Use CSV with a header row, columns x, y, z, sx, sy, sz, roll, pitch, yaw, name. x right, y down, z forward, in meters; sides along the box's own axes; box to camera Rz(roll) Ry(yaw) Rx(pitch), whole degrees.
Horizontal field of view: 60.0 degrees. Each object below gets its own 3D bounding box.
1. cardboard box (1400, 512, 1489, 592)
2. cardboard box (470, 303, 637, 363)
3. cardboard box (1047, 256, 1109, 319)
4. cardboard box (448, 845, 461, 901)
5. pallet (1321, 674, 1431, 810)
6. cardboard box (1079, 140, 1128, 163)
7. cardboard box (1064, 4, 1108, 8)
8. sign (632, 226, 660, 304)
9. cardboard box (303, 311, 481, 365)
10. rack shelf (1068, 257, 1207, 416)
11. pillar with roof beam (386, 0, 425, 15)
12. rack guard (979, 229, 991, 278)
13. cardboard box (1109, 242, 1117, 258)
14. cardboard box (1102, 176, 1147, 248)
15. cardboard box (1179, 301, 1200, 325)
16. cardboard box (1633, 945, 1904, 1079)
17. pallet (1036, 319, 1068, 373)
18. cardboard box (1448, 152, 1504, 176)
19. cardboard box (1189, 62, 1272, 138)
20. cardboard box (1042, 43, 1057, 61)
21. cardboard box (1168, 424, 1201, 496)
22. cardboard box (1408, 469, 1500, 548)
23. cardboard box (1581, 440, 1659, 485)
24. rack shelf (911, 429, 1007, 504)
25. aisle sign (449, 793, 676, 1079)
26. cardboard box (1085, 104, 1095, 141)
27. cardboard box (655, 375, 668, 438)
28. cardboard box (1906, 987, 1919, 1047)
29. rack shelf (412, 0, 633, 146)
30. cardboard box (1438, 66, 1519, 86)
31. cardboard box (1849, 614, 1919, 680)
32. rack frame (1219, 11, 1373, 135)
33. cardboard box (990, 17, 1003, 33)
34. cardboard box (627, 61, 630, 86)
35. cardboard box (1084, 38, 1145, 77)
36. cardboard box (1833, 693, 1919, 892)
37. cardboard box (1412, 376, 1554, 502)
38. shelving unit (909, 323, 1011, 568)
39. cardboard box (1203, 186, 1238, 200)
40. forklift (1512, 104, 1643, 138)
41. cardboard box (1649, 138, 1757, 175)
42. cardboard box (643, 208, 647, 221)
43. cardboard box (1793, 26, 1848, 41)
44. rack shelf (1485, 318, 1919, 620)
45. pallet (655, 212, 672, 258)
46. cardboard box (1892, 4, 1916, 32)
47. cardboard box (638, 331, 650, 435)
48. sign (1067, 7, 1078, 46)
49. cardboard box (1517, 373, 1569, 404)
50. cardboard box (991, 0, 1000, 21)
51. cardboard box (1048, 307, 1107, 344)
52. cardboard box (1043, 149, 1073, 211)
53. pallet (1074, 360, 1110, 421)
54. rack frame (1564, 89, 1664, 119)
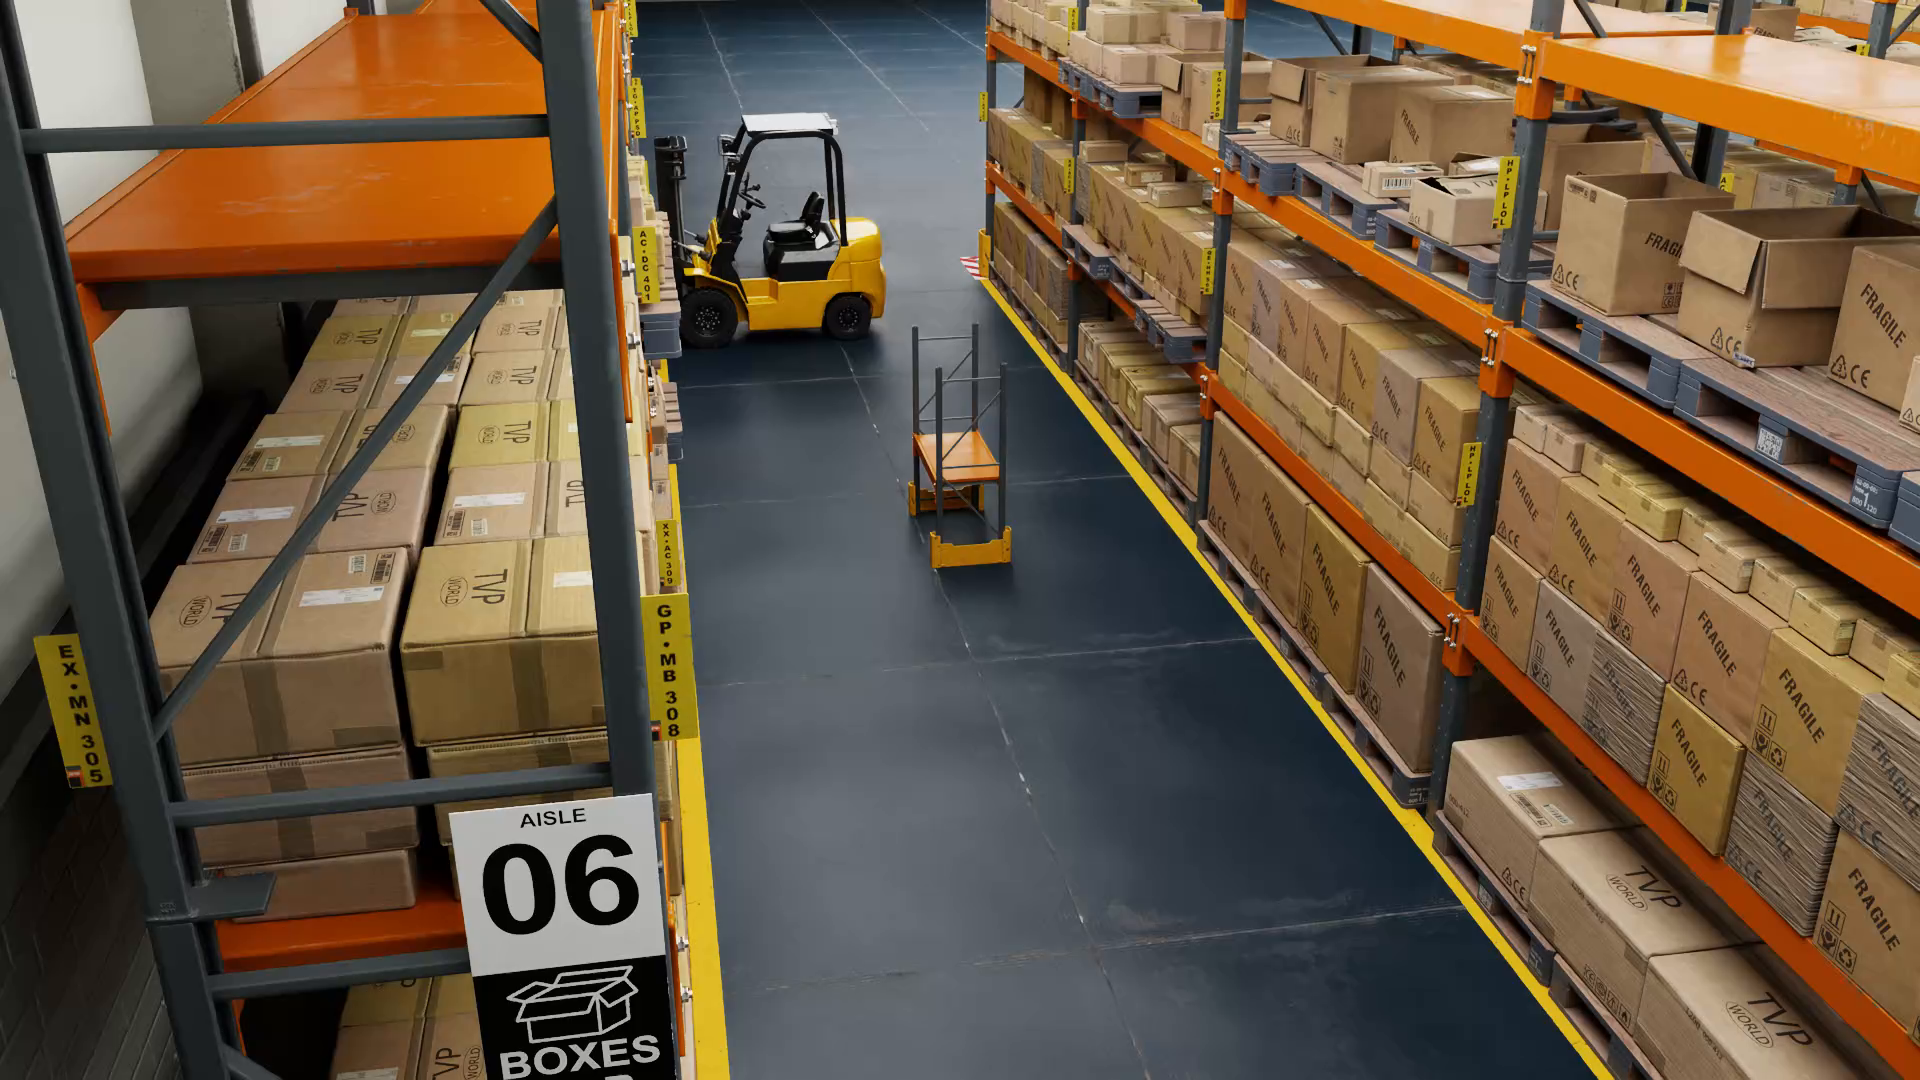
x,y,z,sx,sy,sz,roll,pitch,yaw,name
2.692,0.041,8.838,0.500,0.250,0.500,-5,24,-11,cardboard box
-1.337,-0.593,5.546,0.500,0.250,0.500,-4,24,-9,cardboard box
1.170,-2.506,16.456,0.500,0.500,0.500,-5,24,-10,cardboard box
-0.945,0.670,3.777,0.380,0.149,0.250,-4,24,-9,cardboard box
2.806,1.110,9.687,1.003,0.211,1.213,-4,24,-10,pallet
1.283,-3.477,14.875,0.380,0.149,0.250,-4,24,-10,cardboard box
1.187,-4.956,15.661,0.380,0.149,0.250,-4,24,-8,cardboard box
-1.323,-1.156,6.998,0.100,0.325,0.005,-4,24,-10,sign
-1.838,-0.554,5.457,0.500,0.250,0.500,-5,24,-10,cardboard box
1.913,-1.900,13.995,1.077,0.370,4.000,-4,24,-10,rack shelf
0.510,-4.588,11.755,9.100,9.000,0.400,-4,24,-10,pillar with roof beam
0.818,-3.415,19.686,1.175,0.500,0.348,-4,24,-10,rack guard
1.507,-2.544,14.359,0.380,0.149,0.250,-4,24,-9,cardboard box
1.519,-2.793,14.119,0.500,0.500,0.500,-4,24,-10,cardboard box
1.870,-1.732,12.500,0.380,0.149,0.250,-4,24,-9,cardboard box
3.365,2.073,6.674,0.875,0.438,0.875,-4,24,-8,cardboard box
1.384,-2.000,16.809,1.003,0.211,1.213,-4,24,-10,pallet
3.029,-2.120,9.494,0.396,0.266,0.258,-2,24,-5,cardboard box
2.118,-3.237,12.284,0.700,0.500,0.500,-4,24,-10,cardboard box
1.009,-4.784,16.264,0.380,0.149,0.250,-4,24,-8,cardboard box
2.188,-0.655,13.002,0.950,0.372,0.625,-6,24,-13,cardboard box
2.702,-0.186,8.733,0.500,0.250,0.500,-4,24,-10,cardboard box
2.978,-0.331,7.318,0.380,0.149,0.250,-5,24,-10,cardboard box
-0.016,-0.556,12.341,0.538,0.185,1.000,-4,24,-10,rack shelf
-0.814,0.886,3.468,0.394,0.787,0.004,-4,24,-10,aisle sign
1.602,-4.049,16.269,0.700,0.500,0.500,-4,24,-9,cardboard box
-2.081,-0.807,10.256,0.500,0.250,0.500,-5,24,-12,cardboard box
3.413,1.487,5.214,0.500,0.500,0.500,-4,24,-9,cardboard box
-2.225,-2.524,8.427,1.077,0.370,4.000,-4,24,-10,rack shelf
5.843,-4.971,18.590,0.875,0.550,0.550,-4,24,-10,cardboard box
3.313,0.372,5.708,0.380,0.149,0.250,-5,24,-10,cardboard box
2.283,-4.193,10.849,1.000,3.000,0.127,-4,24,-10,rack frame
0.546,-5.695,18.351,0.380,0.149,0.250,-4,24,-10,cardboard box
-2.819,-3.651,12.819,0.500,0.311,0.500,-5,24,-12,cardboard box
1.352,-4.056,13.947,0.500,0.250,0.500,-5,24,-10,cardboard box
3.314,0.824,5.484,0.500,0.500,0.500,-4,24,-10,cardboard box
2.693,-0.531,8.587,0.500,0.500,0.500,-4,24,-8,cardboard box
-0.014,-0.717,12.261,0.587,1.500,1.083,-4,24,-10,shelving unit
2.134,-2.622,13.727,0.500,0.500,0.500,-5,24,-12,cardboard box
4.605,-2.142,13.735,1.130,2.935,3.031,-4,24,-9,forklift
6.677,-3.331,14.997,0.700,0.500,0.500,-4,24,-9,cardboard box
-1.598,-1.385,7.460,0.380,0.149,0.250,-4,24,-9,cardboard box
7.024,-4.122,13.896,0.500,0.311,0.500,-5,24,-11,cardboard box
3.392,-0.128,6.190,1.077,0.370,4.000,-4,24,-10,rack shelf
-2.101,-1.459,8.573,1.213,0.211,1.003,-4,24,-10,pallet
10.668,-5.819,18.508,0.500,0.250,0.500,-4,24,-8,cardboard box
-1.413,-0.568,6.114,0.500,0.250,0.500,-5,24,-12,cardboard box
1.012,-4.585,14.849,0.100,0.325,0.005,-4,24,-10,sign
3.224,-0.568,8.672,0.500,0.500,0.500,-4,24,-9,cardboard box
0.635,-5.815,18.127,0.500,0.250,0.500,-5,24,-11,cardboard box
1.170,-2.162,16.605,0.500,0.250,0.500,-3,24,-7,cardboard box
1.115,-3.557,16.393,0.500,0.500,0.500,-4,24,-8,cardboard box
1.689,-1.433,15.509,1.003,0.211,1.213,-4,24,-10,pallet
6.389,-3.423,16.582,1.000,3.000,0.127,-4,24,-10,rack frame
